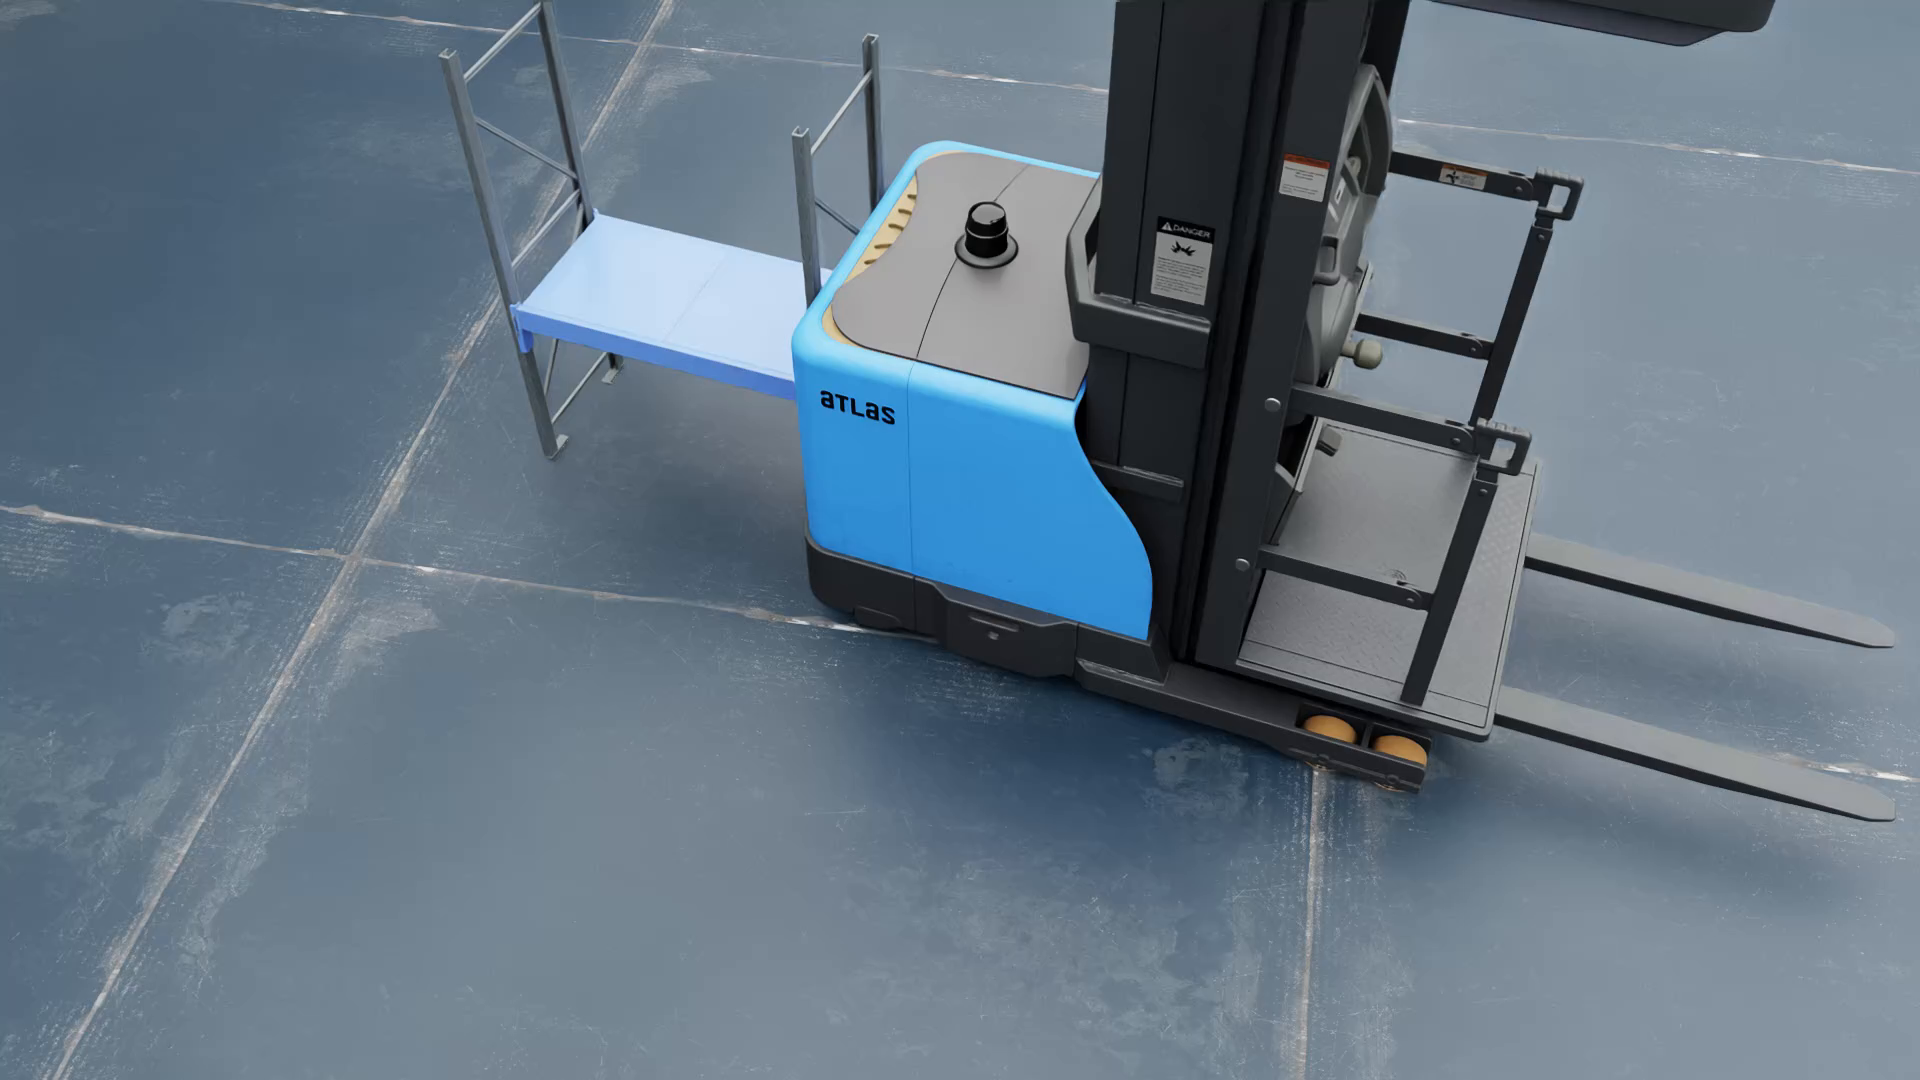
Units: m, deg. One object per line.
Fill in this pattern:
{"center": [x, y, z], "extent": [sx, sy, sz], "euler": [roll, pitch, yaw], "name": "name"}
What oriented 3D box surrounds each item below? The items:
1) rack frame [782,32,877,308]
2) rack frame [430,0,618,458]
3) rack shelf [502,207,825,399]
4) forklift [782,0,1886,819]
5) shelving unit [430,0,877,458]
{"center": [-0.343, -0.685, 4.857], "extent": [0.032, 1.500, 0.500], "euler": [16, 50, 14], "name": "rack frame"}
{"center": [-1.295, -0.949, 5.094], "extent": [0.032, 1.500, 0.500], "euler": [16, 50, 14], "name": "rack frame"}
{"center": [-0.819, -0.697, 5.109], "extent": [1.000, 0.185, 0.538], "euler": [16, 50, 14], "name": "rack shelf"}
{"center": [1.093, -0.738, 3.943], "extent": [3.031, 2.935, 1.130], "euler": [16, 50, 14], "name": "forklift"}
{"center": [-0.819, -0.817, 4.976], "extent": [1.048, 1.500, 0.538], "euler": [16, 50, 14], "name": "shelving unit"}
